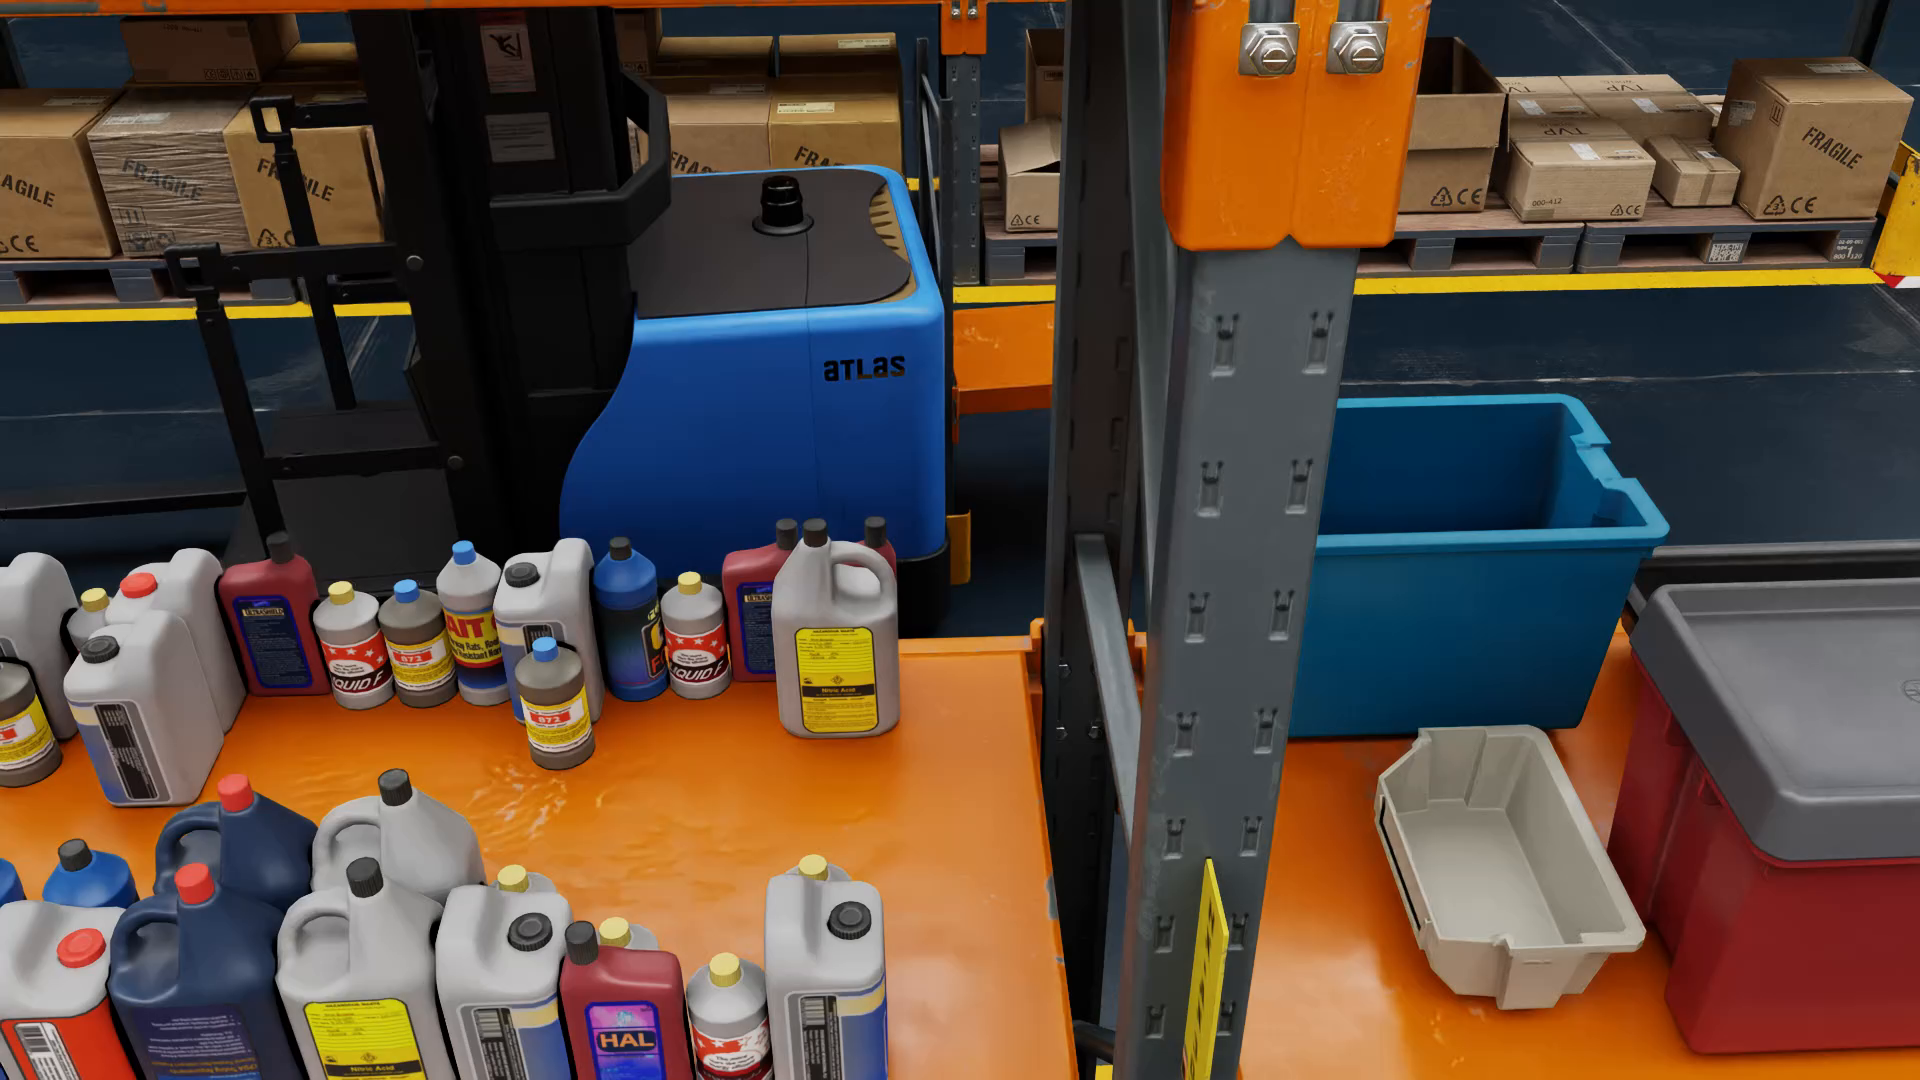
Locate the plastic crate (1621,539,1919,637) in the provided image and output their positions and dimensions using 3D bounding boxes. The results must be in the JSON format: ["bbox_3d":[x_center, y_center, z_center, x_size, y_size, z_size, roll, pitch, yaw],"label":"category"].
[{"bbox_3d":[1.328,0.180,2.543,0.590,0.125,0.437,-2,35,-2],"label":"plastic crate"}]

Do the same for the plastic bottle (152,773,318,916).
[{"bbox_3d":[-0.872,0.429,2.038,0.185,0.351,0.144,-2,35,-2],"label":"plastic bottle"}]

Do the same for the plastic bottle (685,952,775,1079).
[{"bbox_3d":[-0.270,0.569,1.966,0.097,0.201,0.097,0,35,0],"label":"plastic bottle"}]

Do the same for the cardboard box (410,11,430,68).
[{"bbox_3d":[-2.003,-2.087,6.781,0.500,0.250,0.500,-2,35,-3],"label":"cardboard box"}]

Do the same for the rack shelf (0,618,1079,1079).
[{"bbox_3d":[-1.775,0.624,2.344,4.000,0.370,1.077,-2,35,-2],"label":"rack shelf"}]

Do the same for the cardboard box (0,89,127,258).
[{"bbox_3d":[-3.536,-1.436,6.499,0.500,0.500,0.500,0,35,0],"label":"cardboard box"}]

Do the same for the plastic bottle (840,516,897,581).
[{"bbox_3d":[-0.164,0.090,2.587,0.133,0.283,0.061,-2,35,-2],"label":"plastic bottle"}]

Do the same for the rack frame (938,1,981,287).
[{"bbox_3d":[-0.008,-2.541,6.286,0.127,3.000,1.000,-2,35,-2],"label":"rack frame"}]

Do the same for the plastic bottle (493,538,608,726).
[{"bbox_3d":[-0.623,0.131,2.533,0.135,0.276,0.152,-2,35,-2],"label":"plastic bottle"}]

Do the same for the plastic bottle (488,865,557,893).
[{"bbox_3d":[-0.545,0.490,2.080,0.097,0.201,0.097,0,35,0],"label":"plastic bottle"}]

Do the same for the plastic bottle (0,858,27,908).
[{"bbox_3d":[-1.183,0.479,2.036,0.097,0.271,0.097,0,35,0],"label":"plastic bottle"}]

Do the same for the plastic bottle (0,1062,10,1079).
[{"bbox_3d":[-1.159,0.547,1.933,0.135,0.276,0.152,-2,35,-2],"label":"plastic bottle"}]

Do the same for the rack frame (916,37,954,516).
[{"bbox_3d":[-0.070,-0.644,4.863,0.032,1.500,0.500,-5,35,-7],"label":"rack frame"}]

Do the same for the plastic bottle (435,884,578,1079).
[{"bbox_3d":[-0.521,0.530,1.958,0.135,0.276,0.152,-2,35,-2],"label":"plastic bottle"}]

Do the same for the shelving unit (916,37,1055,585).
[{"bbox_3d":[0.442,-0.688,4.926,1.083,1.500,0.587,-5,35,-7],"label":"shelving unit"}]

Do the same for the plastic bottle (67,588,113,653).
[{"bbox_3d":[-1.300,0.165,2.551,0.097,0.201,0.097,0,35,0],"label":"plastic bottle"}]

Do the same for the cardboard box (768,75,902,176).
[{"bbox_3d":[-0.488,-1.518,6.618,0.500,0.500,0.500,-2,35,-2],"label":"cardboard box"}]

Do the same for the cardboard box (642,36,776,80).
[{"bbox_3d":[-1.035,-1.799,7.024,0.500,0.500,0.500,-1,35,-2],"label":"cardboard box"}]

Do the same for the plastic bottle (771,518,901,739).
[{"bbox_3d":[-0.185,0.121,2.482,0.185,0.351,0.144,-2,35,-2],"label":"plastic bottle"}]

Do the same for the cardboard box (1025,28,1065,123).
[{"bbox_3d":[0.547,-1.871,7.127,0.500,0.500,0.500,-2,35,-2],"label":"cardboard box"}]

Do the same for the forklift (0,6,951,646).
[{"bbox_3d":[-1.589,-1.069,4.219,3.031,2.935,1.130,-5,35,-7],"label":"forklift"}]

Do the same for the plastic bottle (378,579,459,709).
[{"bbox_3d":[-0.838,0.152,2.569,0.097,0.201,0.097,0,35,0],"label":"plastic bottle"}]

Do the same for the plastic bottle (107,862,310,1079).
[{"bbox_3d":[-0.865,0.511,1.920,0.185,0.351,0.144,-2,35,-2],"label":"plastic bottle"}]

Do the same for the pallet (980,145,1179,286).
[{"bbox_3d":[0.678,-1.412,7.106,1.213,0.211,1.003,-2,35,-2],"label":"pallet"}]

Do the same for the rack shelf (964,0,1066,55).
[{"bbox_3d":[1.989,-2.299,6.569,4.000,0.370,1.077,-2,35,-2],"label":"rack shelf"}]

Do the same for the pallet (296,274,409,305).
[{"bbox_3d":[-2.041,-1.316,6.967,1.213,0.211,1.003,-2,35,-2],"label":"pallet"}]

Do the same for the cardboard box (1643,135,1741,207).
[{"bbox_3d":[3.047,-1.550,6.957,0.250,0.166,0.380,-2,35,-2],"label":"cardboard box"}]

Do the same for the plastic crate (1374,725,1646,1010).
[{"bbox_3d":[0.694,0.427,2.176,0.243,0.136,0.396,-2,35,-2],"label":"plastic crate"}]

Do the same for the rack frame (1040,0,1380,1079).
[{"bbox_3d":[0.223,0.277,2.215,0.053,2.616,0.949,-2,35,-2],"label":"rack frame"}]

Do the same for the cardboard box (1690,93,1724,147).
[{"bbox_3d":[3.303,-1.842,7.379,0.250,0.166,0.380,-2,35,-2],"label":"cardboard box"}]

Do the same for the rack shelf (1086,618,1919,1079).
[{"bbox_3d":[2.220,0.517,2.500,4.000,0.370,1.077,-2,35,-2],"label":"rack shelf"}]

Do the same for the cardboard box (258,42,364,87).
[{"bbox_3d":[-2.564,-1.759,6.965,0.500,0.500,0.500,-3,35,-4],"label":"cardboard box"}]

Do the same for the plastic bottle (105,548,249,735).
[{"bbox_3d":[-1.183,0.146,2.511,0.135,0.276,0.152,-2,35,-2],"label":"plastic bottle"}]

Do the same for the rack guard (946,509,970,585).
[{"bbox_3d":[-0.051,-0.132,5.221,0.087,0.250,0.587,-5,35,-7],"label":"rack guard"}]

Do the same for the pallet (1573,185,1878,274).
[{"bbox_3d":[3.115,-1.478,7.201,1.213,0.211,1.003,-2,35,-2],"label":"pallet"}]

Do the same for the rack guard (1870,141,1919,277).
[{"bbox_3d":[3.911,-1.619,7.150,0.348,0.500,1.175,-2,35,-2],"label":"rack guard"}]

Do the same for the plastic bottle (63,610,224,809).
[{"bbox_3d":[-1.176,0.233,2.387,0.135,0.276,0.152,-2,35,-2],"label":"plastic bottle"}]

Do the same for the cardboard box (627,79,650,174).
[{"bbox_3d":[-1.483,-1.496,6.586,0.500,0.500,0.500,-1,35,-2],"label":"cardboard box"}]

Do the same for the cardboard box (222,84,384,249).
[{"bbox_3d":[-2.512,-1.464,6.540,0.500,0.500,0.500,-2,35,-3],"label":"cardboard box"}]

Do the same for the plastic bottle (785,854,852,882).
[{"bbox_3d":[-0.180,0.480,2.095,0.097,0.201,0.097,0,35,0],"label":"plastic bottle"}]

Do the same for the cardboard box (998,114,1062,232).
[{"bbox_3d":[0.421,-1.505,6.765,0.500,0.311,0.500,-2,35,-2],"label":"cardboard box"}]

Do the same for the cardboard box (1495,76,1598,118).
[{"bbox_3d":[2.432,-1.819,7.272,0.500,0.250,0.500,-2,35,-2],"label":"cardboard box"}]

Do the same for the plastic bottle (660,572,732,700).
[{"bbox_3d":[-0.412,0.141,2.585,0.097,0.201,0.097,0,35,0],"label":"plastic bottle"}]
